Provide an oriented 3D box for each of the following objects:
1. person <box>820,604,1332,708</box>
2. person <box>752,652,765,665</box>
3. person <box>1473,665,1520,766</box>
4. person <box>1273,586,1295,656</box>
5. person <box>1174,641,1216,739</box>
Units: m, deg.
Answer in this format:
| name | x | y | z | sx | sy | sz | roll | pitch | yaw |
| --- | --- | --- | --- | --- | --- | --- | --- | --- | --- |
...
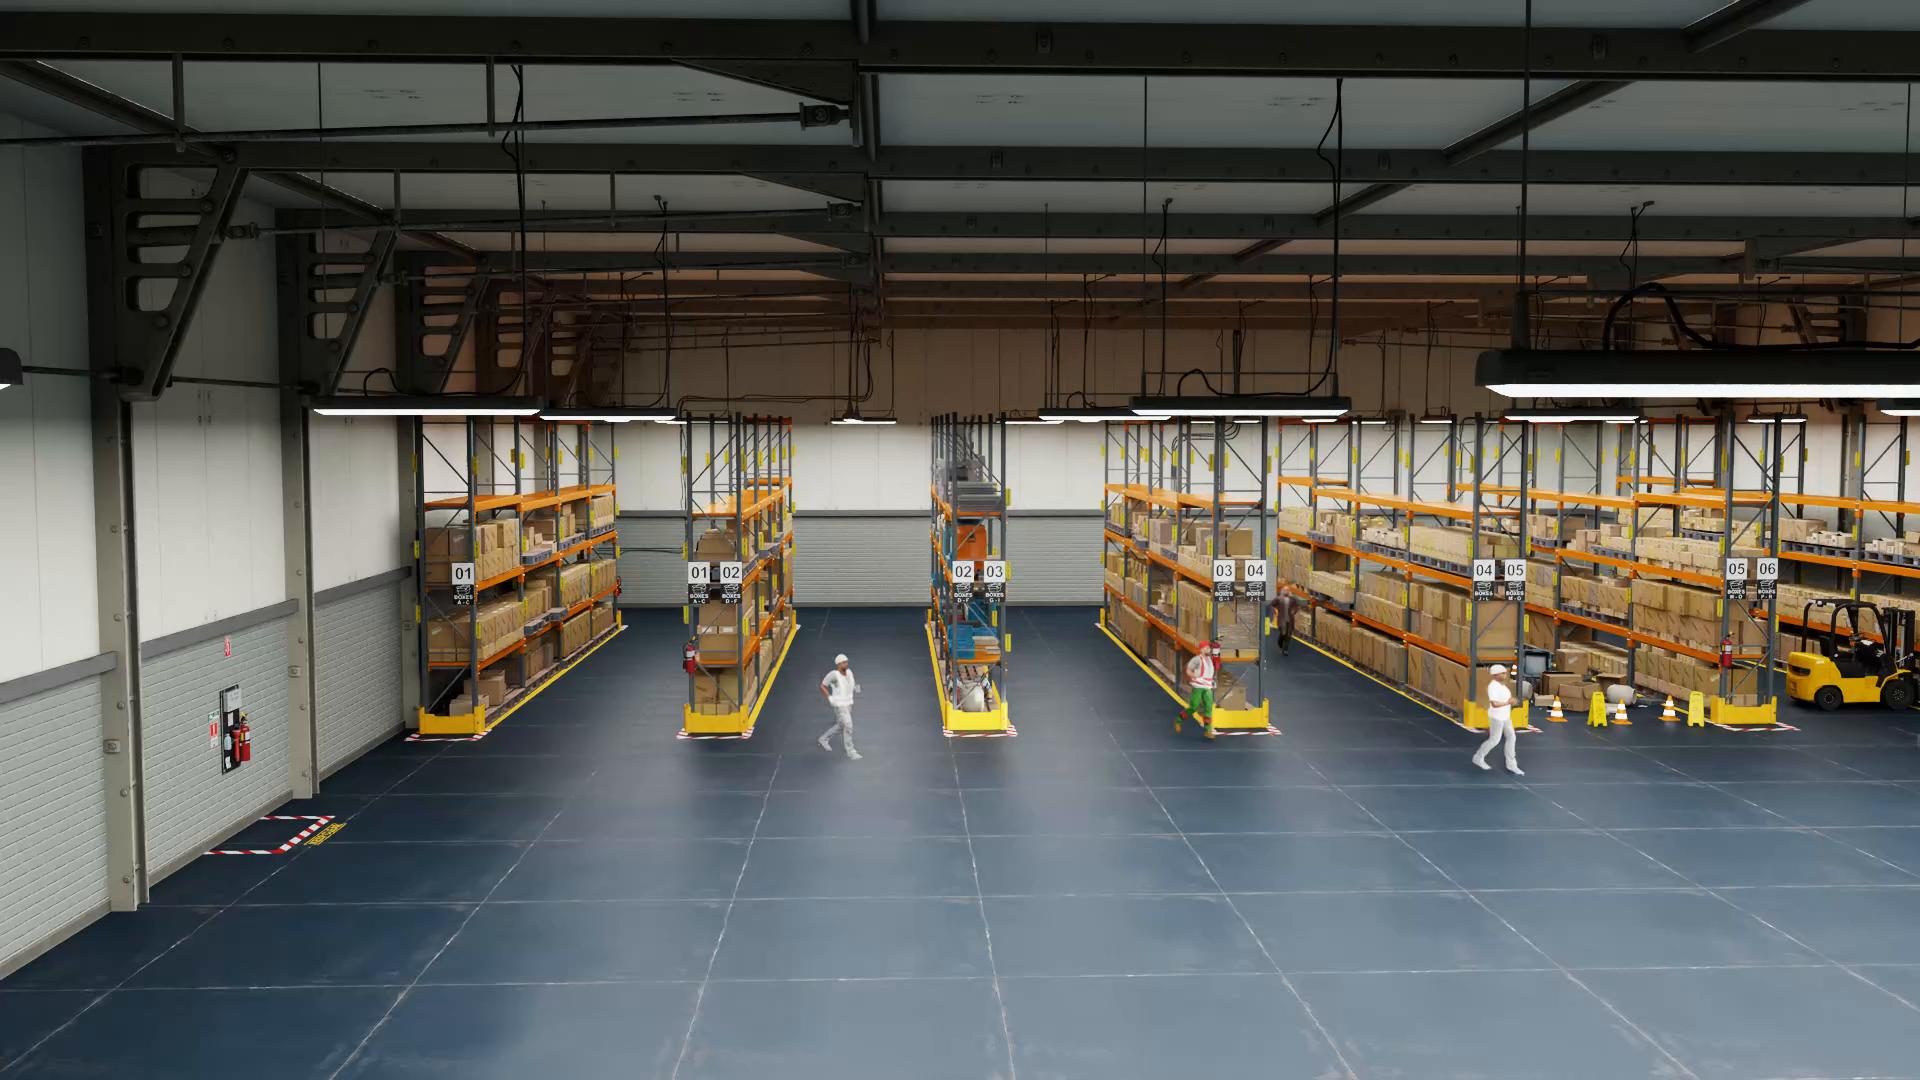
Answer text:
| name | x | y | z | sx | sy | sz | roll | pitch | yaw |
| --- | --- | --- | --- | --- | --- | --- | --- | --- | --- |
| person | 8.263 | 2.065 | 40.665 | 8.261 | 1.800 | 31.515 | 2 | 4 | 29 |
| person | 7.773 | 2.637 | 29.216 | 17.256 | 1.290 | 24.300 | -2 | 4 | -23 |
| person | 8.873 | 2.889 | 27.439 | 0.754 | 1.677 | 0.682 | 3 | 5 | 35 |
| person | 8.113 | 2.019 | 41.414 | 0.657 | 1.740 | 0.692 | 0 | 4 | -4 |
| person | 4.491 | 2.735 | 30.711 | 0.717 | 1.752 | 0.986 | -3 | 5 | -36 |
